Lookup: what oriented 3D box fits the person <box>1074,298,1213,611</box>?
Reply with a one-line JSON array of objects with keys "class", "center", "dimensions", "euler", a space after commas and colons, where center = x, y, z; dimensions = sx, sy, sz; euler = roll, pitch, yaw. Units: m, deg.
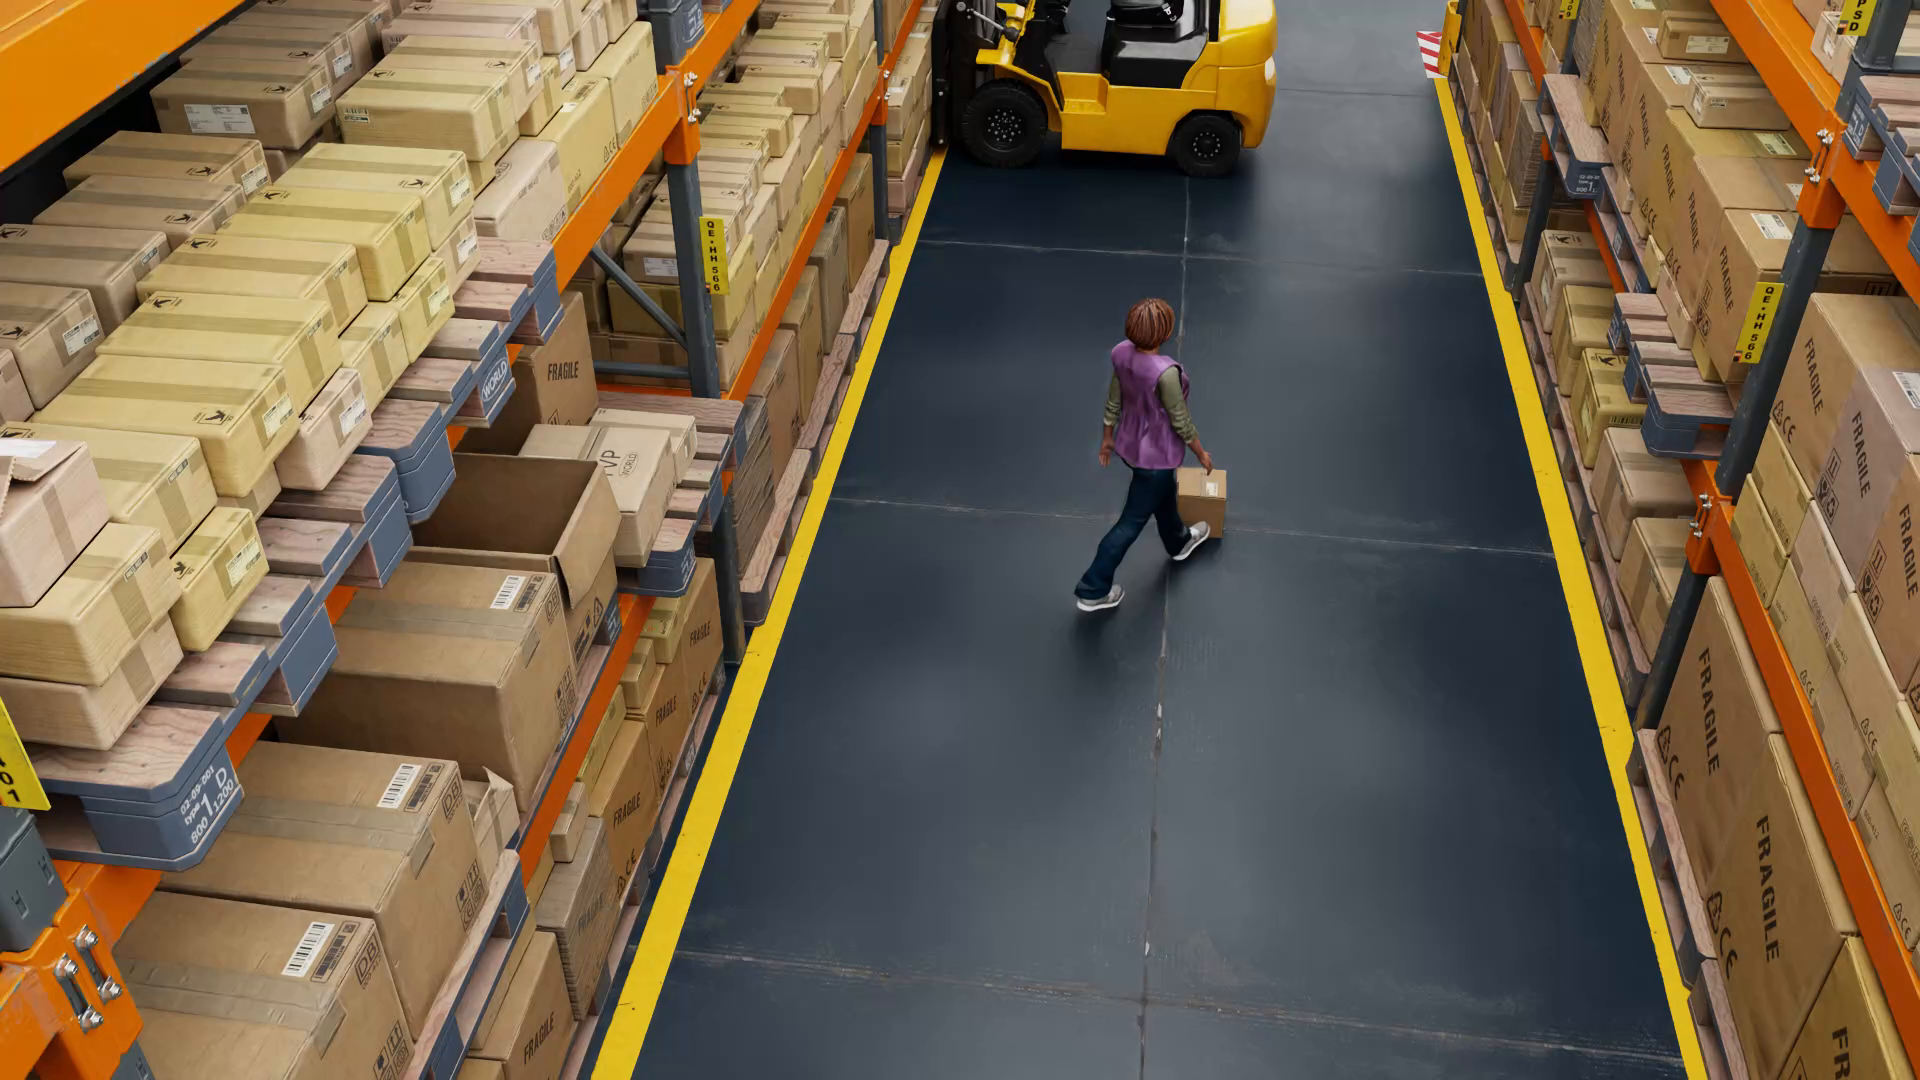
[{"class": "person", "center": [0.912, -0.418, 7.618], "dimensions": [0.917, 1.531, 0.442], "euler": [-19, 41, -24]}]
